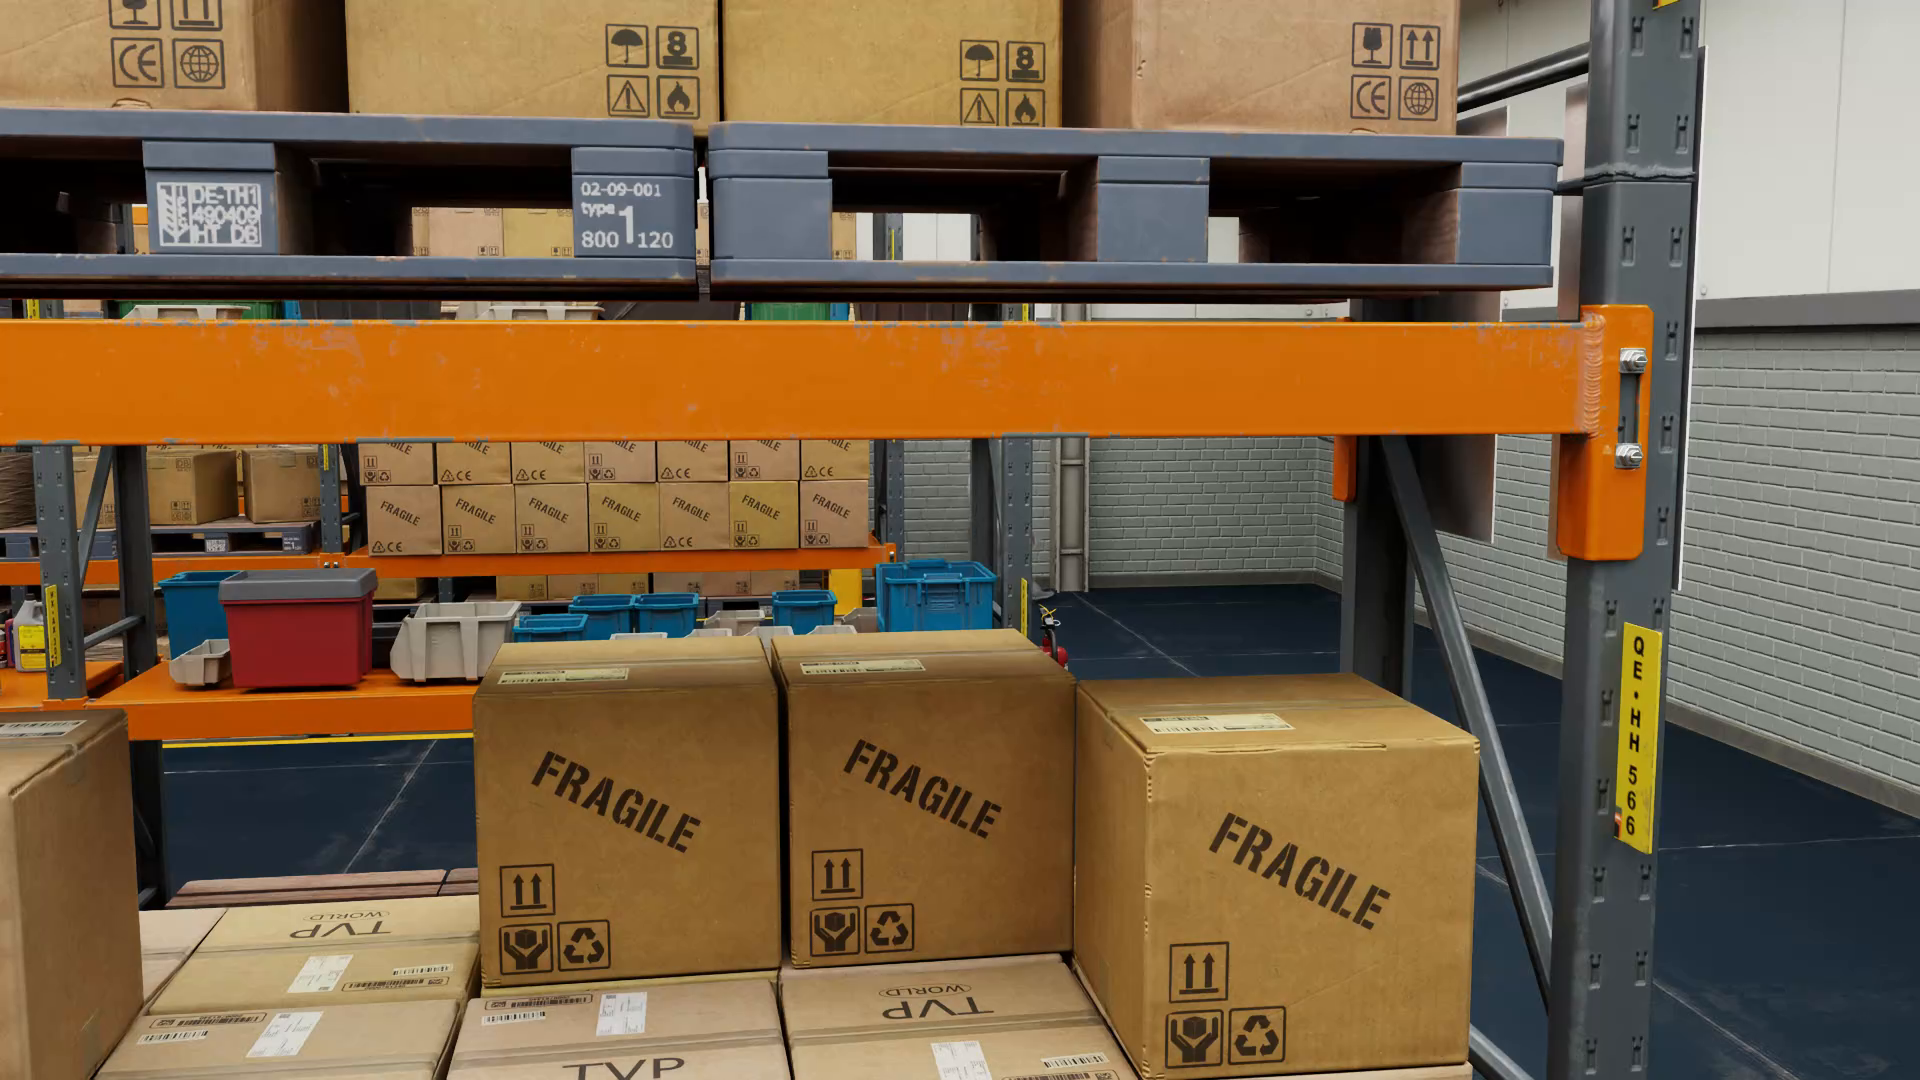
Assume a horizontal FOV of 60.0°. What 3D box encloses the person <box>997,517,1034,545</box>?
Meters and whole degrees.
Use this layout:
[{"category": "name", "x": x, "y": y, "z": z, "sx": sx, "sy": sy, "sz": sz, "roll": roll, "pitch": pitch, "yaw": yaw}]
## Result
[{"category": "person", "x": 0.519, "y": -0.420, "z": 17.734, "sx": 0.516, "sy": 0.952, "sz": 0.484, "roll": -1, "pitch": 7, "yaw": -8}]
